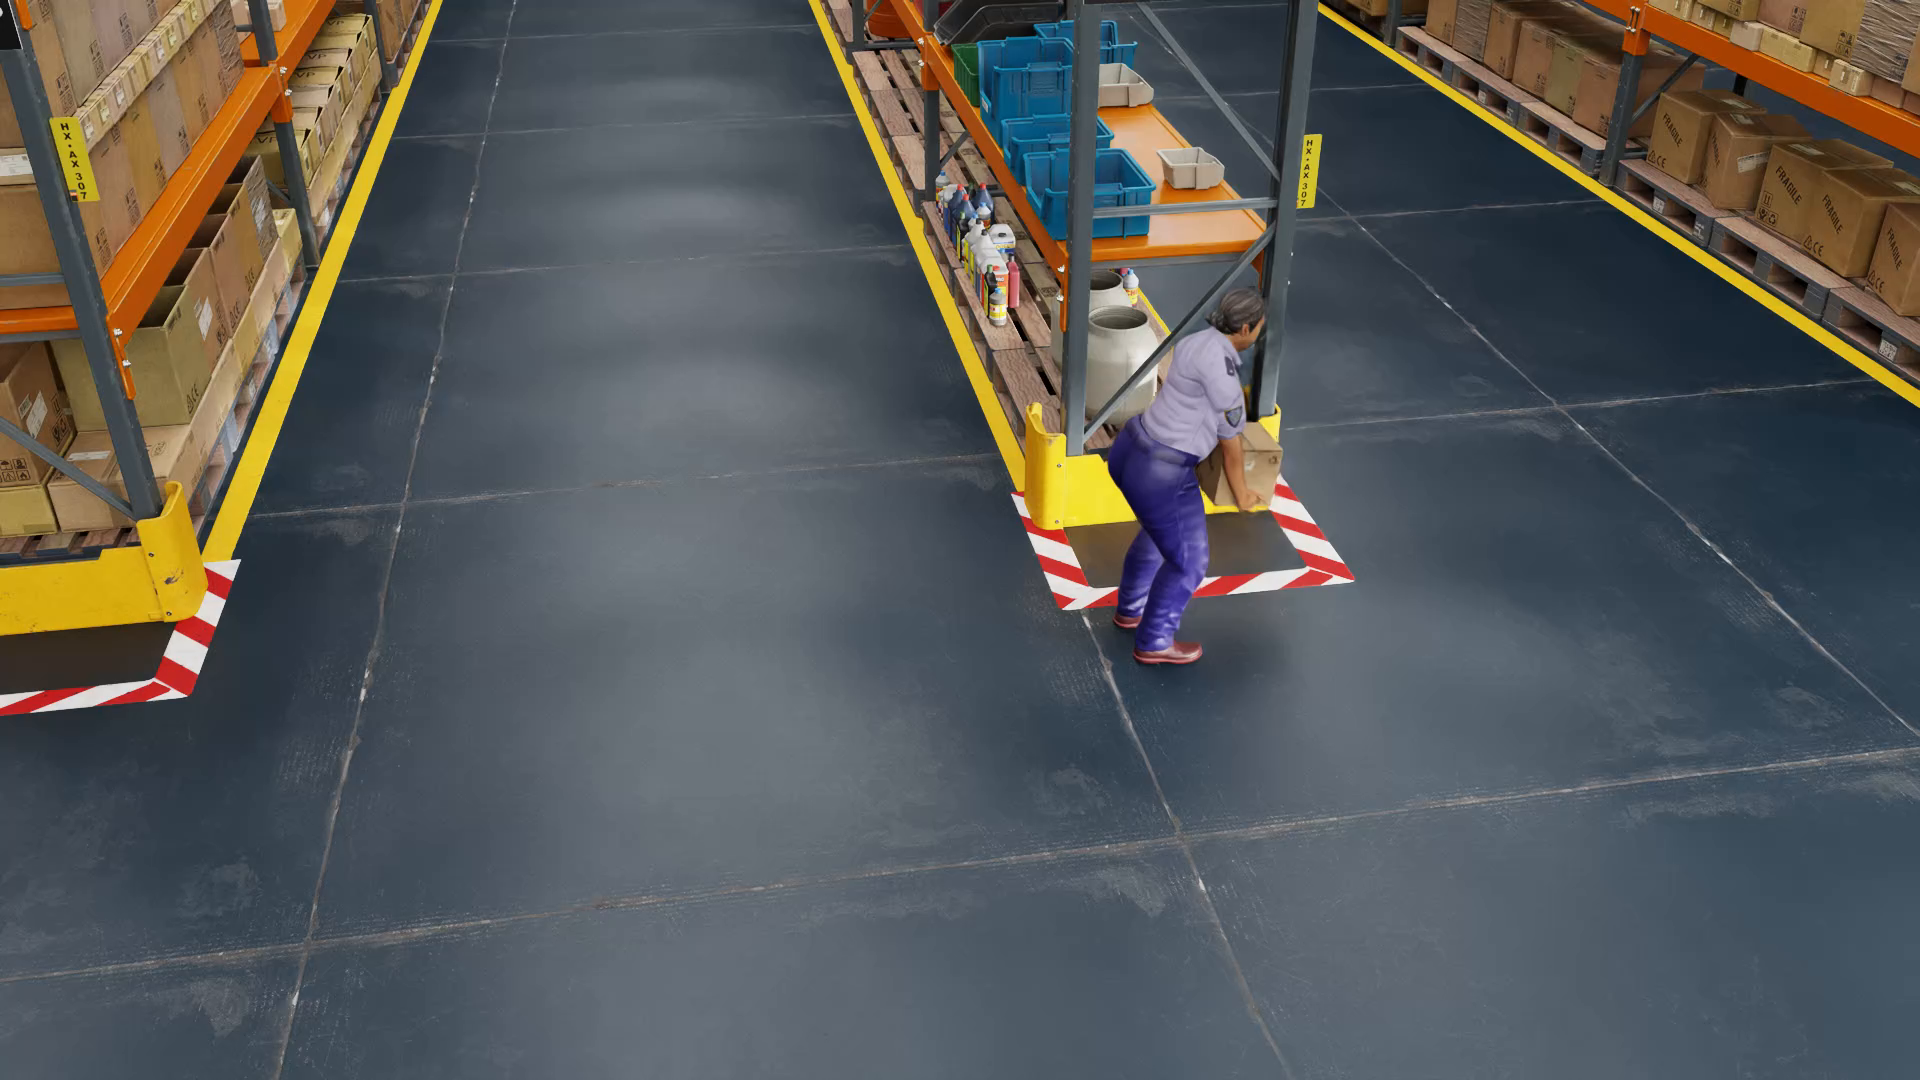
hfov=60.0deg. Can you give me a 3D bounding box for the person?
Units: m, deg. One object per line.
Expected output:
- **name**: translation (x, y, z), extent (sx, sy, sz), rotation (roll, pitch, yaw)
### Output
- **person**: translation (0.903, -0.254, 6.667), extent (0.599, 1.559, 0.445), rotation (-8, 32, -12)
